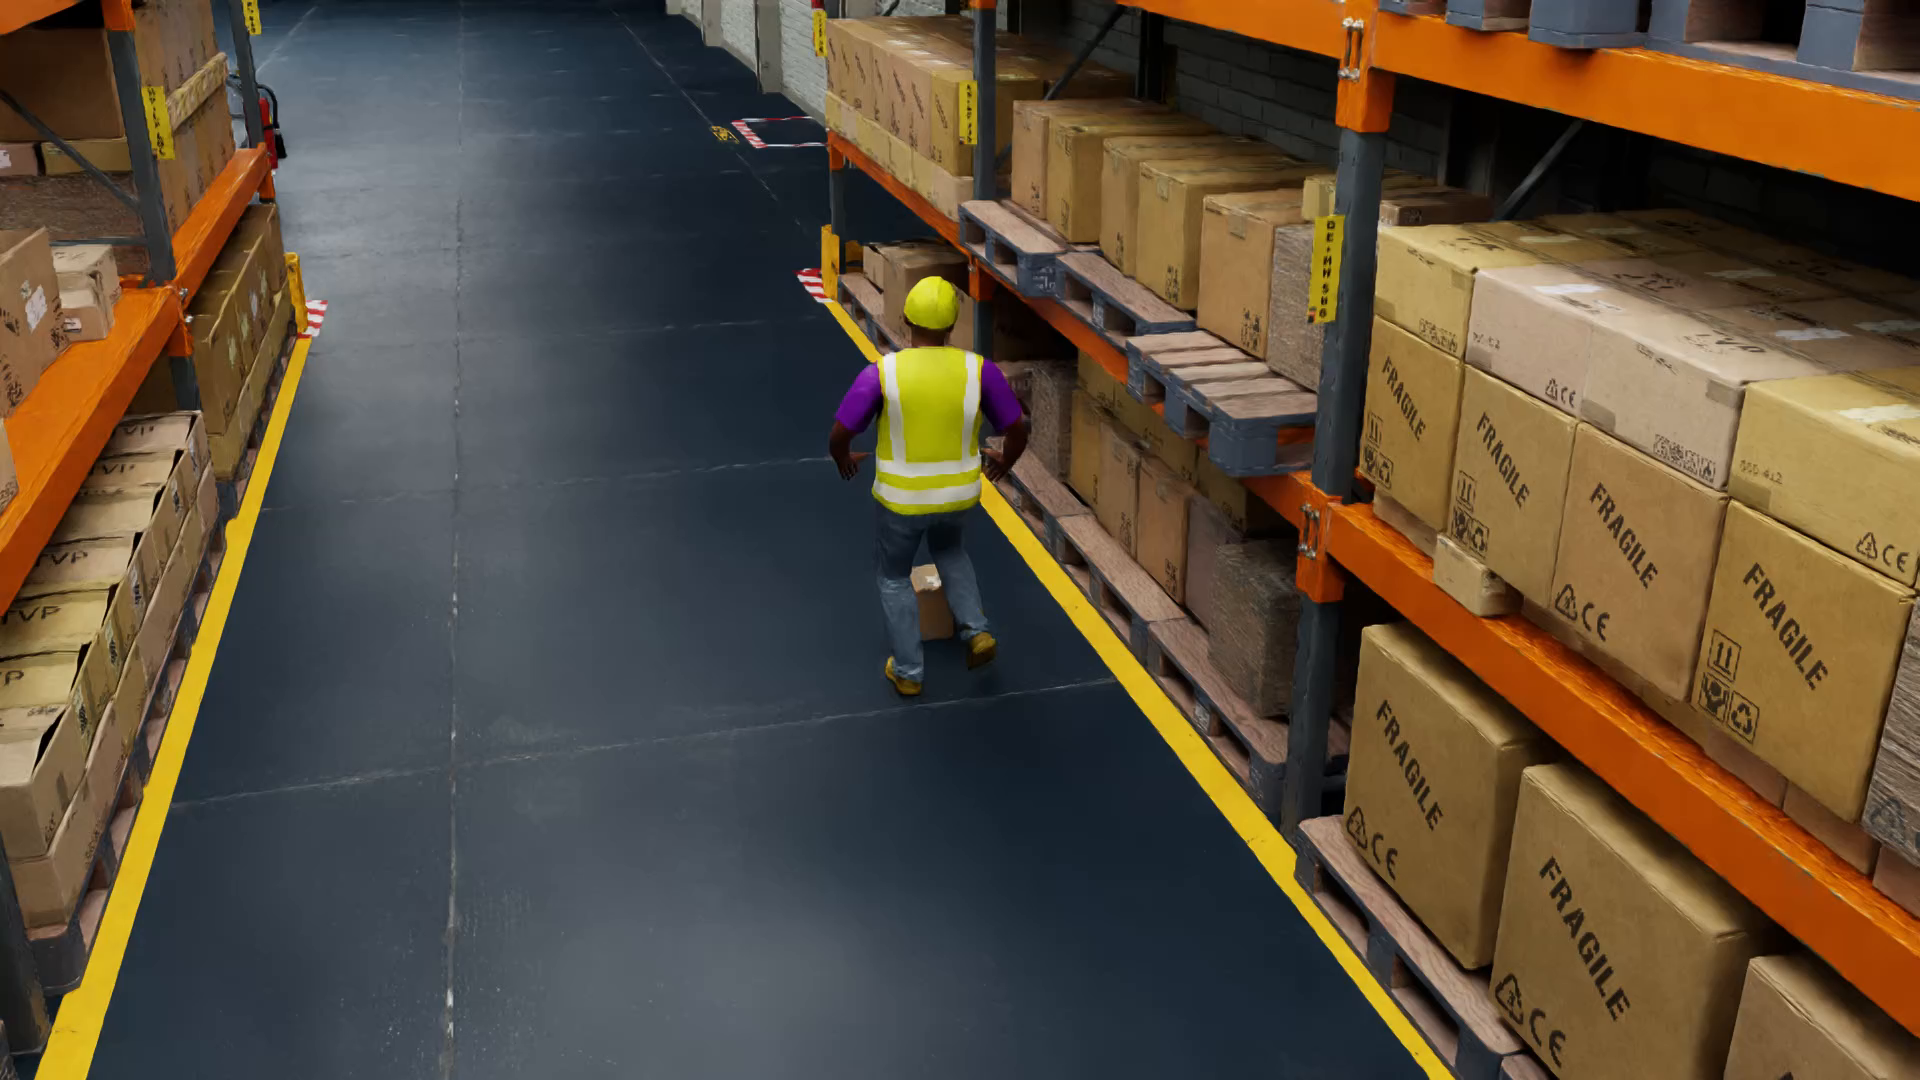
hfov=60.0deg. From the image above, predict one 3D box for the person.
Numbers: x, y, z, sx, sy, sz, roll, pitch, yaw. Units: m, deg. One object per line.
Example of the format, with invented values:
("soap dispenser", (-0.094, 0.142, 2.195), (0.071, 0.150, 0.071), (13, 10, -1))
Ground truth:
("person", (-0.156, -0.207, 6.589), (0.767, 1.729, 0.516), (-7, 24, -16))
